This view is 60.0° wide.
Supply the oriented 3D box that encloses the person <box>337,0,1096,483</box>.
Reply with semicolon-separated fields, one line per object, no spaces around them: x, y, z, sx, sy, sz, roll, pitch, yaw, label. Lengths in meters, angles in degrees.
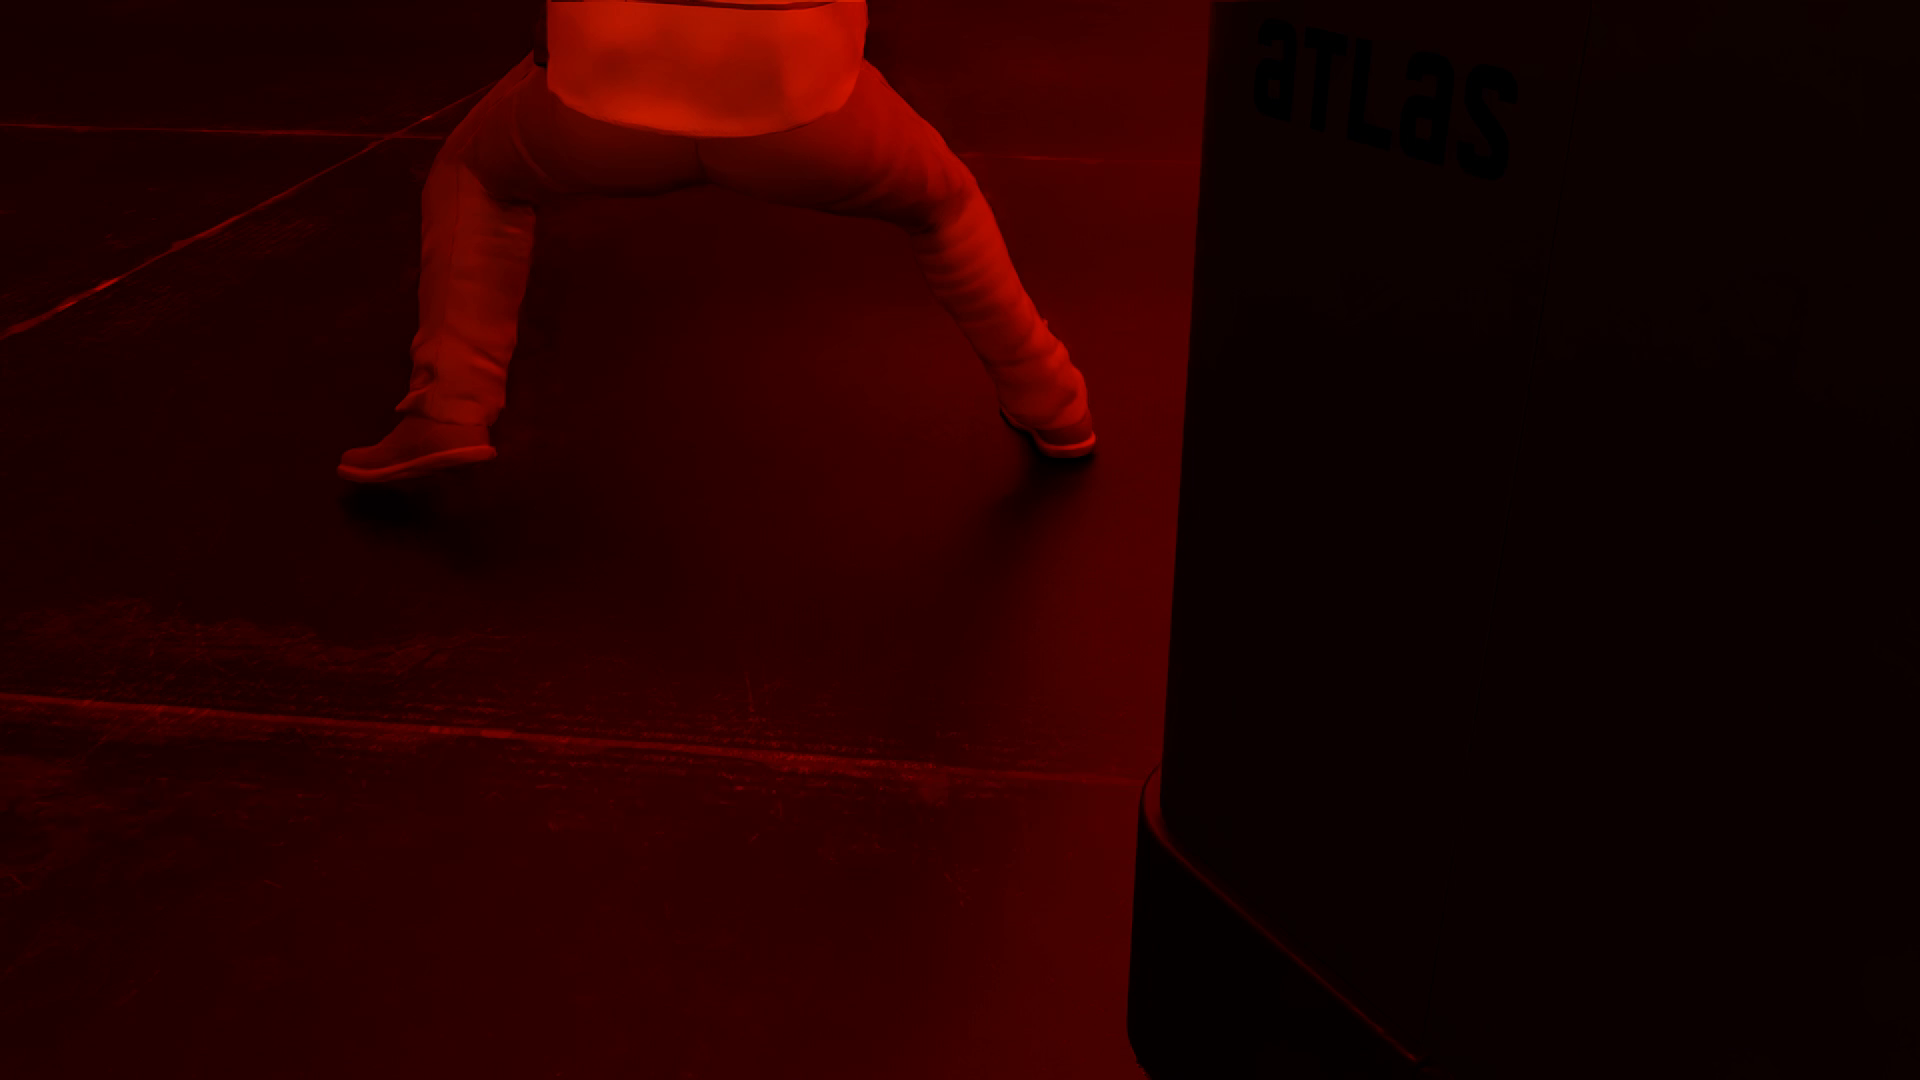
-0.374;-0.756;2.401;1.196;1.442;0.668;1;27;2;person
